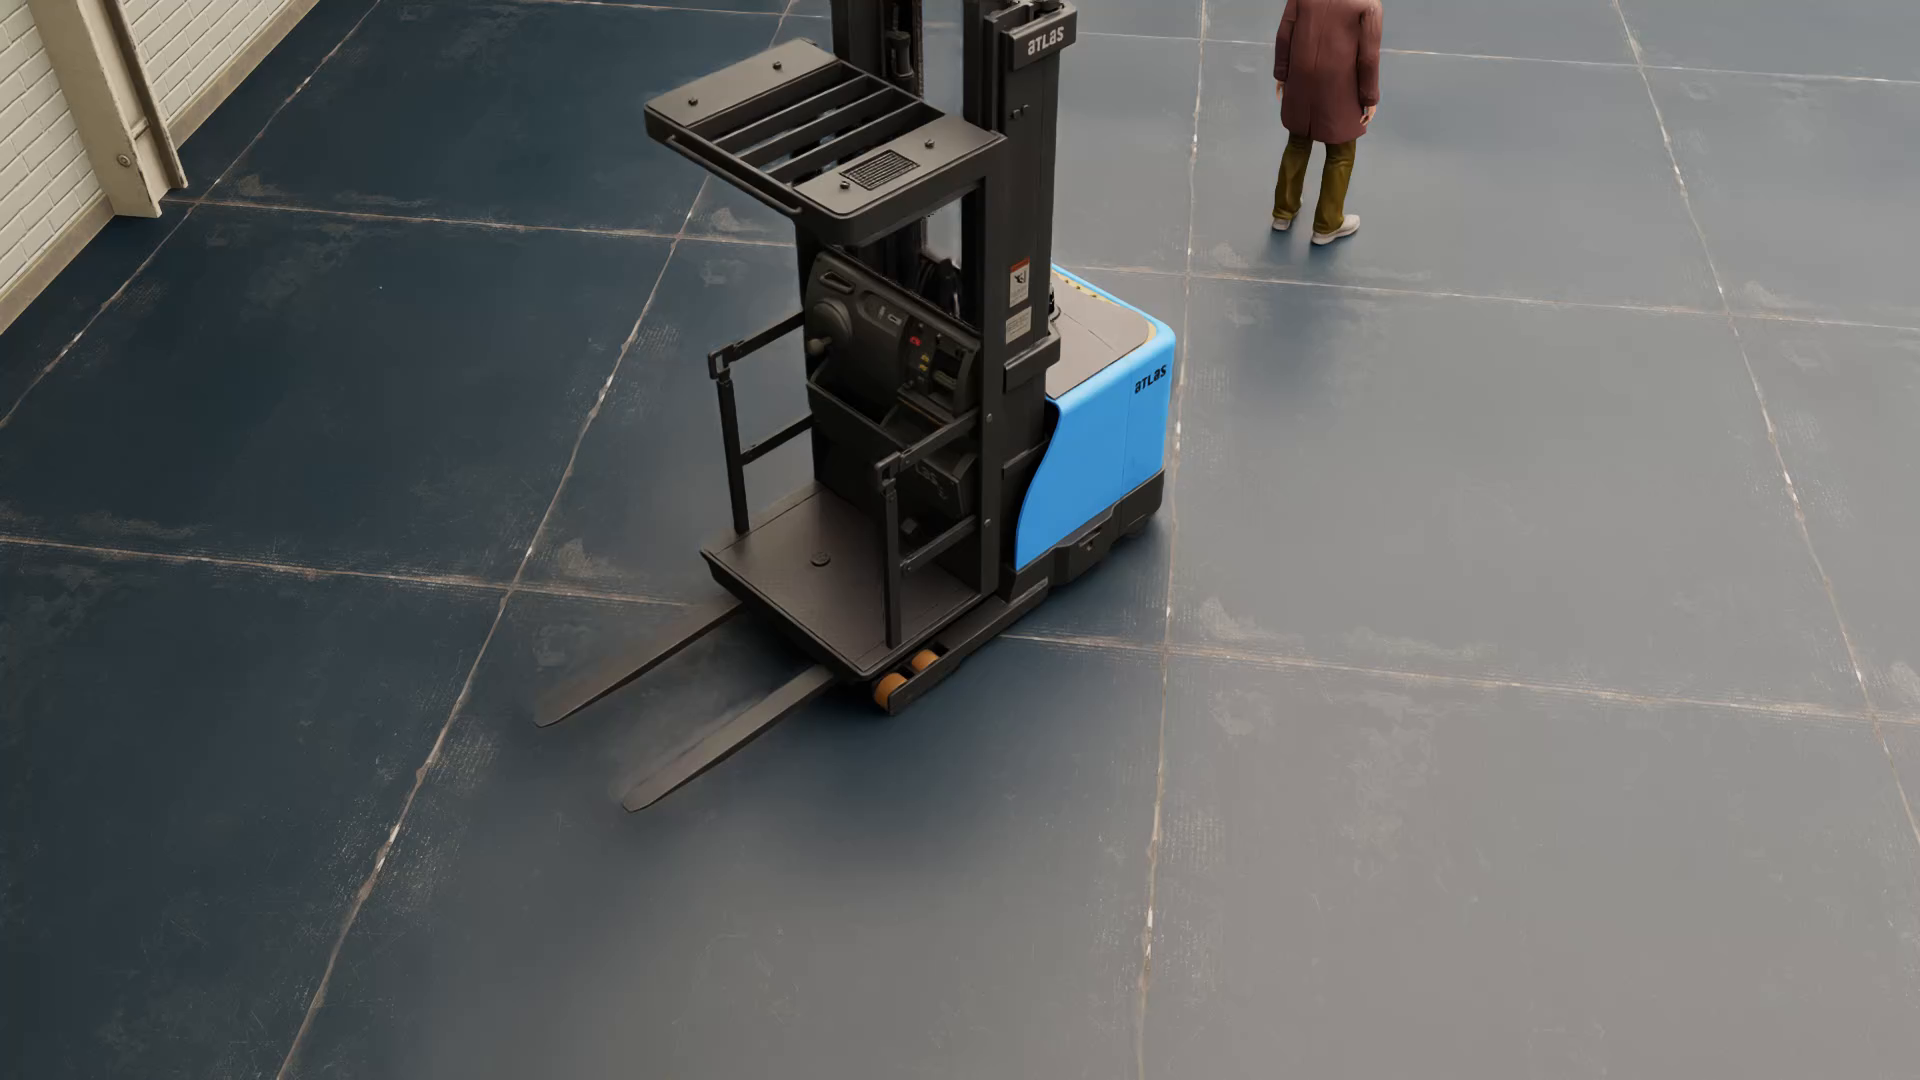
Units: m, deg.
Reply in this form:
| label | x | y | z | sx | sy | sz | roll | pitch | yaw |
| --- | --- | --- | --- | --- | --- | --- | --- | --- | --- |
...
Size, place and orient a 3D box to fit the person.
| label | x | y | z | sx | sy | sz | roll | pitch | yaw |
| --- | --- | --- | --- | --- | --- | --- | --- | --- | --- |
| person | 2.053 | -2.531 | 9.336 | 0.643 | 1.772 | 0.433 | 26 | 49 | 26 |

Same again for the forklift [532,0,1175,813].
| label | x | y | z | sx | sy | sz | roll | pitch | yaw |
| --- | --- | --- | --- | --- | --- | --- | --- | --- | --- |
| forklift | -0.434 | -0.744 | 6.534 | 3.031 | 2.935 | 1.130 | -34 | 52 | -31 |
